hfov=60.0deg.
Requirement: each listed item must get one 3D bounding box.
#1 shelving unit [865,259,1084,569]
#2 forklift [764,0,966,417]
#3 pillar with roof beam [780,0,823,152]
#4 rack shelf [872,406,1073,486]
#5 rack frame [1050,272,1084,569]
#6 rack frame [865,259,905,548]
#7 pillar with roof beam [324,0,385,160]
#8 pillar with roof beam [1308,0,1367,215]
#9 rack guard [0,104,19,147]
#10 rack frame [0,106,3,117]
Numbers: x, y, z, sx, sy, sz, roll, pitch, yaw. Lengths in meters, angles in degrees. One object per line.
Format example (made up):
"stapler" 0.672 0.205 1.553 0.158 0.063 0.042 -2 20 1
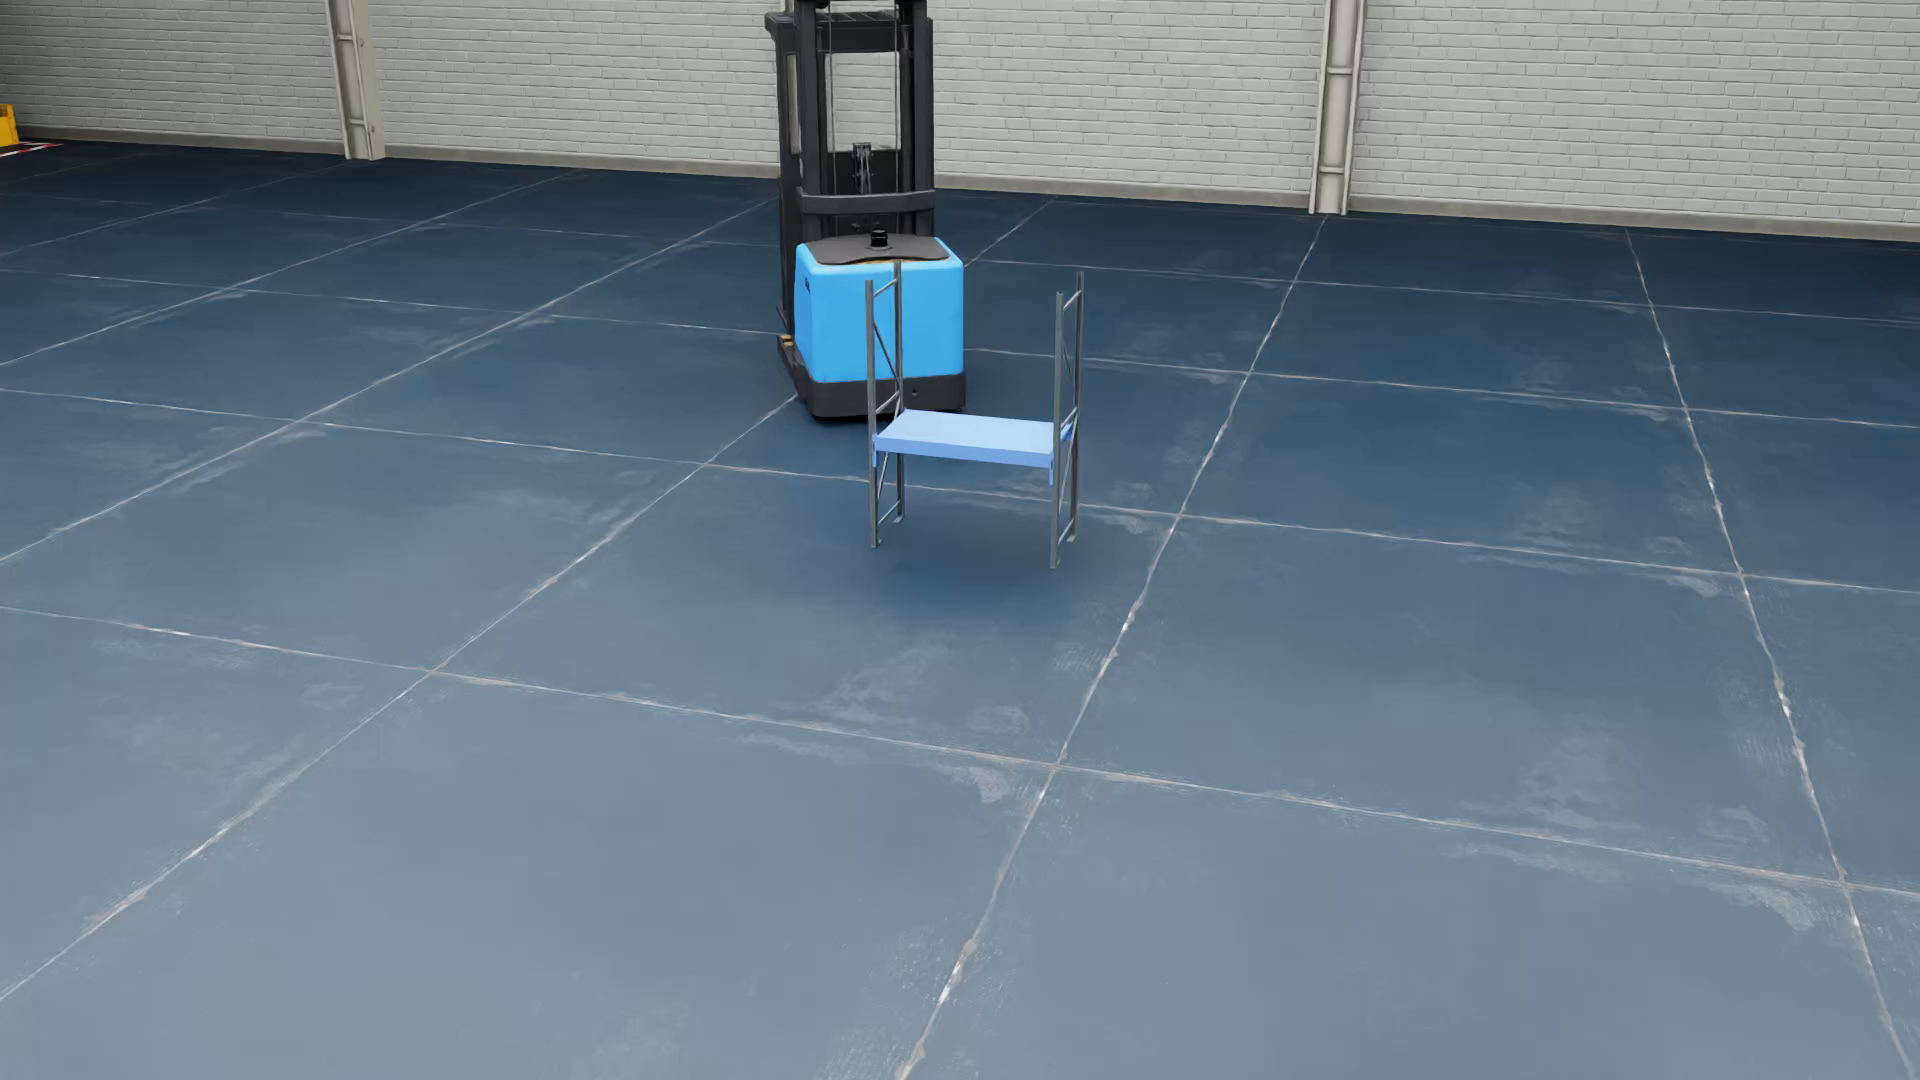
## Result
"shelving unit" 0.082 -0.685 8.963 1.048 1.500 0.538 7 23 16
"forklift" -0.779 -2.702 11.995 1.130 2.935 3.031 -5 23 -11
"pillar with roof beam" -3.026 -6.788 13.961 0.400 9.000 9.100 7 23 16
"rack shelf" 0.082 -0.518 9.031 1.000 0.185 0.538 7 23 16
"rack frame" 0.568 -0.629 8.827 0.032 1.500 0.500 7 23 16
"rack frame" -0.405 -0.740 9.098 0.032 1.500 0.500 7 23 16
"pillar with roof beam" -8.770 -7.446 15.565 0.400 9.000 9.100 7 23 16
"pillar with roof beam" 2.719 -6.130 12.358 0.400 9.000 9.100 7 23 16
"rack guard" -12.841 -5.329 21.603 0.348 0.500 1.175 7 23 16
"rack frame" -12.864 -6.488 21.135 0.127 3.000 1.000 7 23 16
